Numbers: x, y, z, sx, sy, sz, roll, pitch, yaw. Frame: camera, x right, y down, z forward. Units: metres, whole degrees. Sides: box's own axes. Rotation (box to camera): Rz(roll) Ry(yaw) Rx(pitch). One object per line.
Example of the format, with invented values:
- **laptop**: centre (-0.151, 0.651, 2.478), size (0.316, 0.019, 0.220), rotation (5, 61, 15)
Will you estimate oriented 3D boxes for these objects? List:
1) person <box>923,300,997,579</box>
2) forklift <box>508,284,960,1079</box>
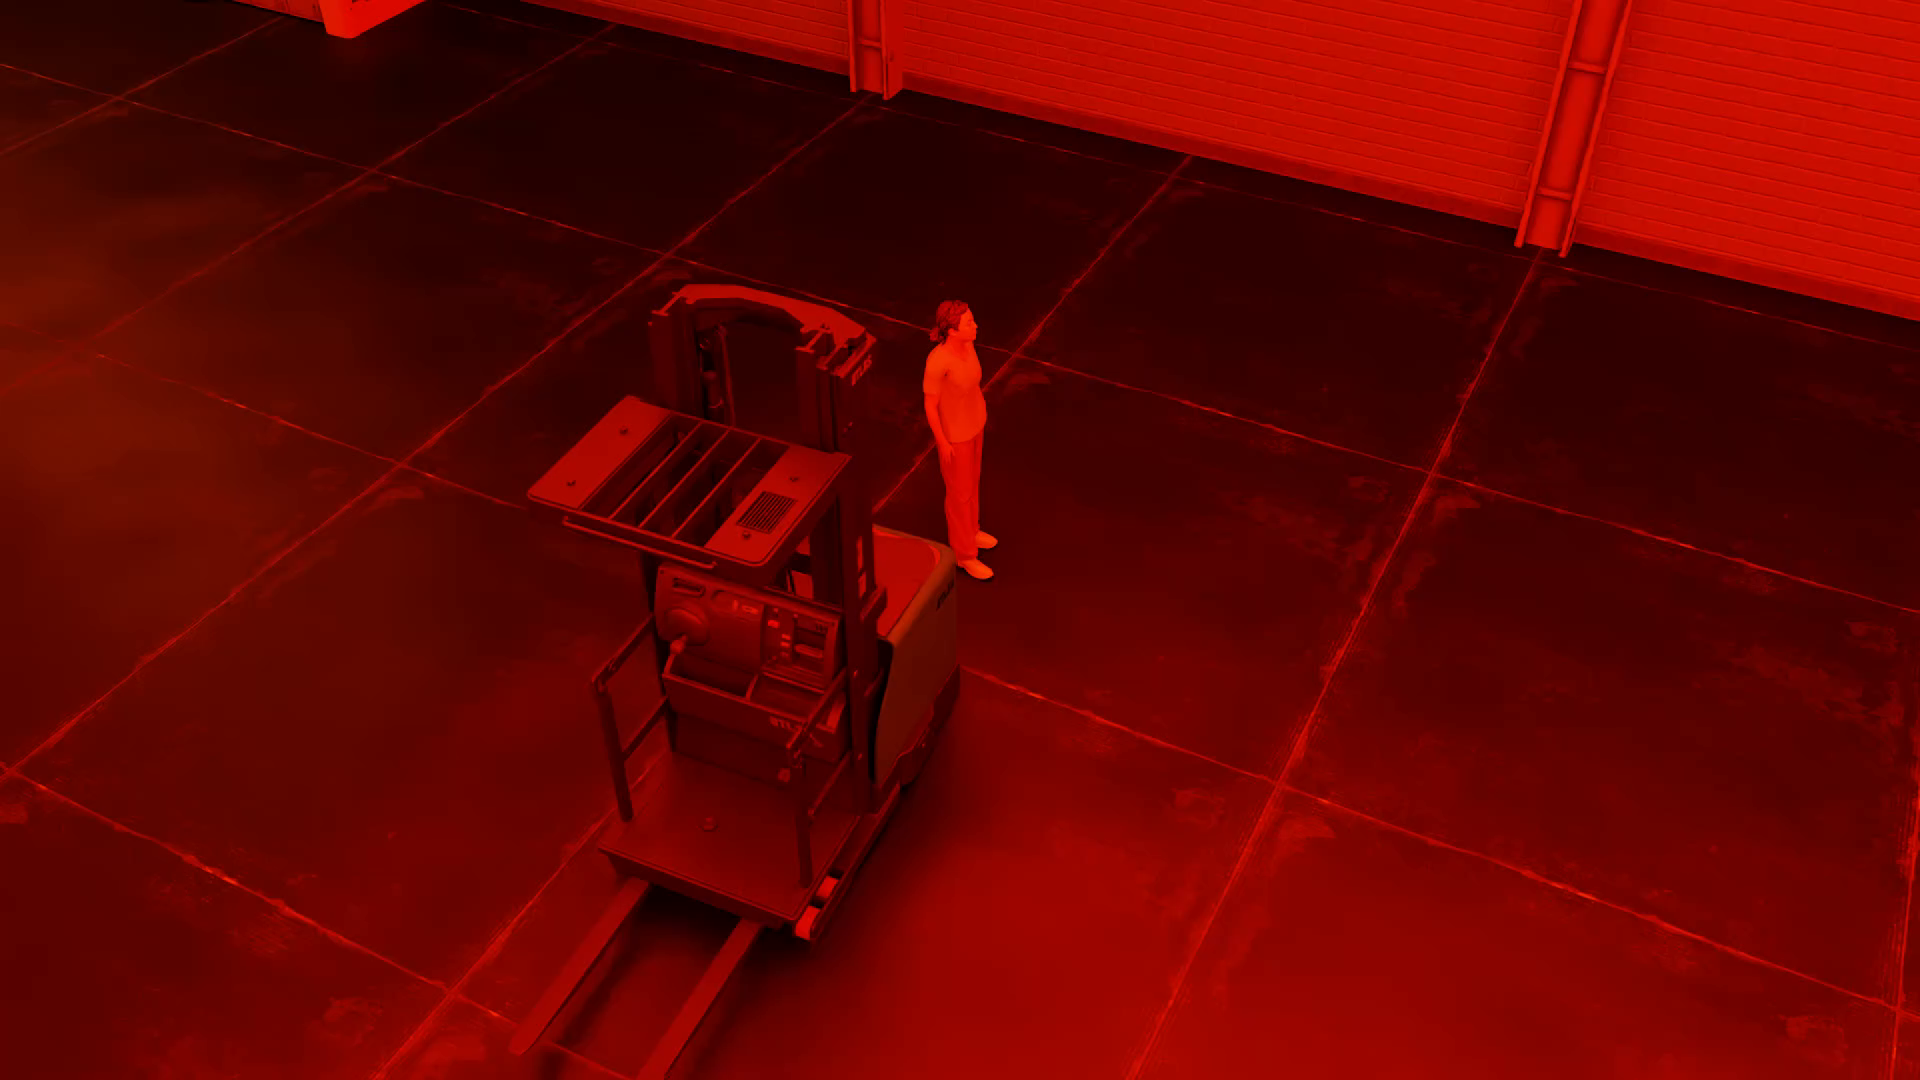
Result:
- **person**: centre (0.060, -0.618, 9.684), size (0.549, 1.675, 0.555), rotation (18, 43, 21)
- **forklift**: centre (-1.060, 0.479, 7.417), size (1.130, 2.935, 3.031), rotation (16, 43, 18)
